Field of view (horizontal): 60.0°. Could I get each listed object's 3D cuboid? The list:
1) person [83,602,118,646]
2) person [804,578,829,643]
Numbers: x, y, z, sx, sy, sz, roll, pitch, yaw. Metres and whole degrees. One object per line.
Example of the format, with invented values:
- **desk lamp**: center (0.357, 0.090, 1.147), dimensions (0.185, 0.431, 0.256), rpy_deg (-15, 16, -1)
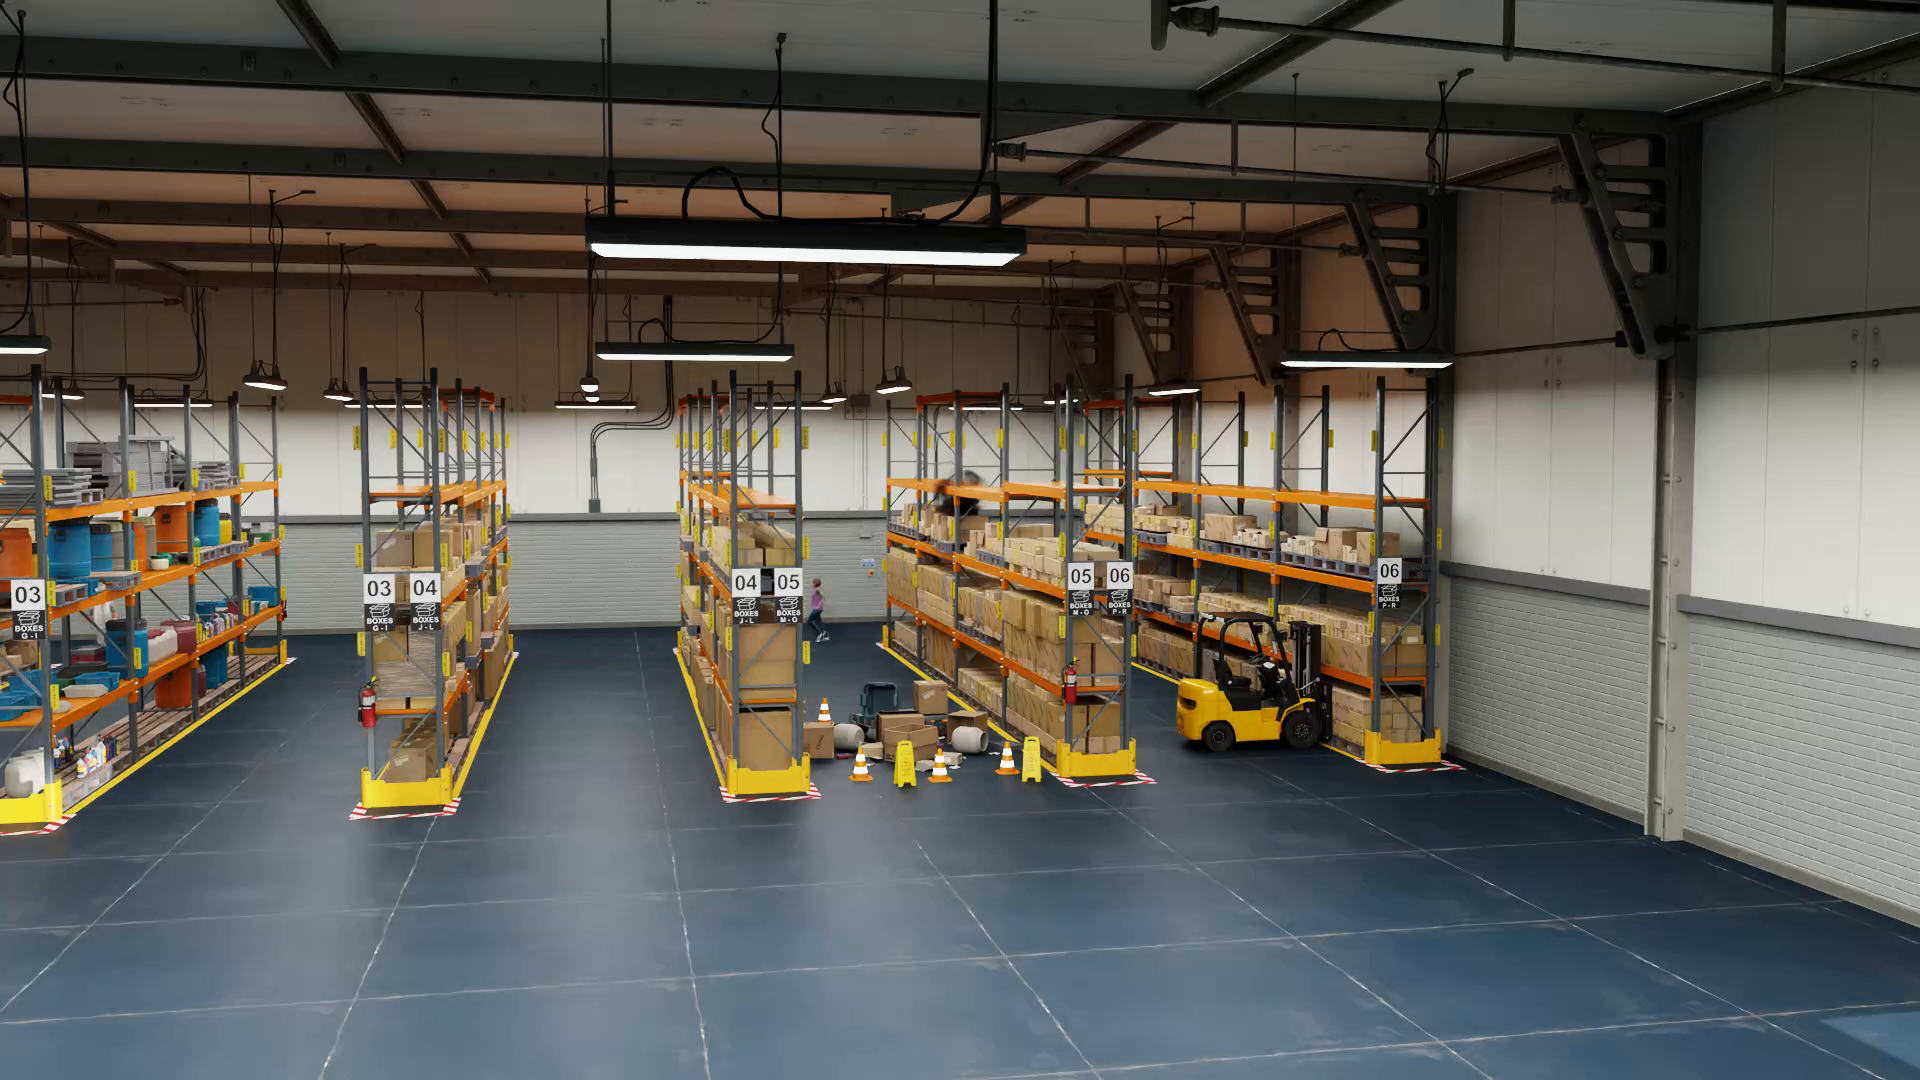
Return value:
- **person**: center (-18.854, 1.968, 36.516), dimensions (0.709, 1.757, 0.836), rpy_deg (-3, 4, -41)
- **person**: center (-3.573, 1.752, 41.358), dimensions (0.651, 1.603, 0.568), rpy_deg (0, 3, -4)
